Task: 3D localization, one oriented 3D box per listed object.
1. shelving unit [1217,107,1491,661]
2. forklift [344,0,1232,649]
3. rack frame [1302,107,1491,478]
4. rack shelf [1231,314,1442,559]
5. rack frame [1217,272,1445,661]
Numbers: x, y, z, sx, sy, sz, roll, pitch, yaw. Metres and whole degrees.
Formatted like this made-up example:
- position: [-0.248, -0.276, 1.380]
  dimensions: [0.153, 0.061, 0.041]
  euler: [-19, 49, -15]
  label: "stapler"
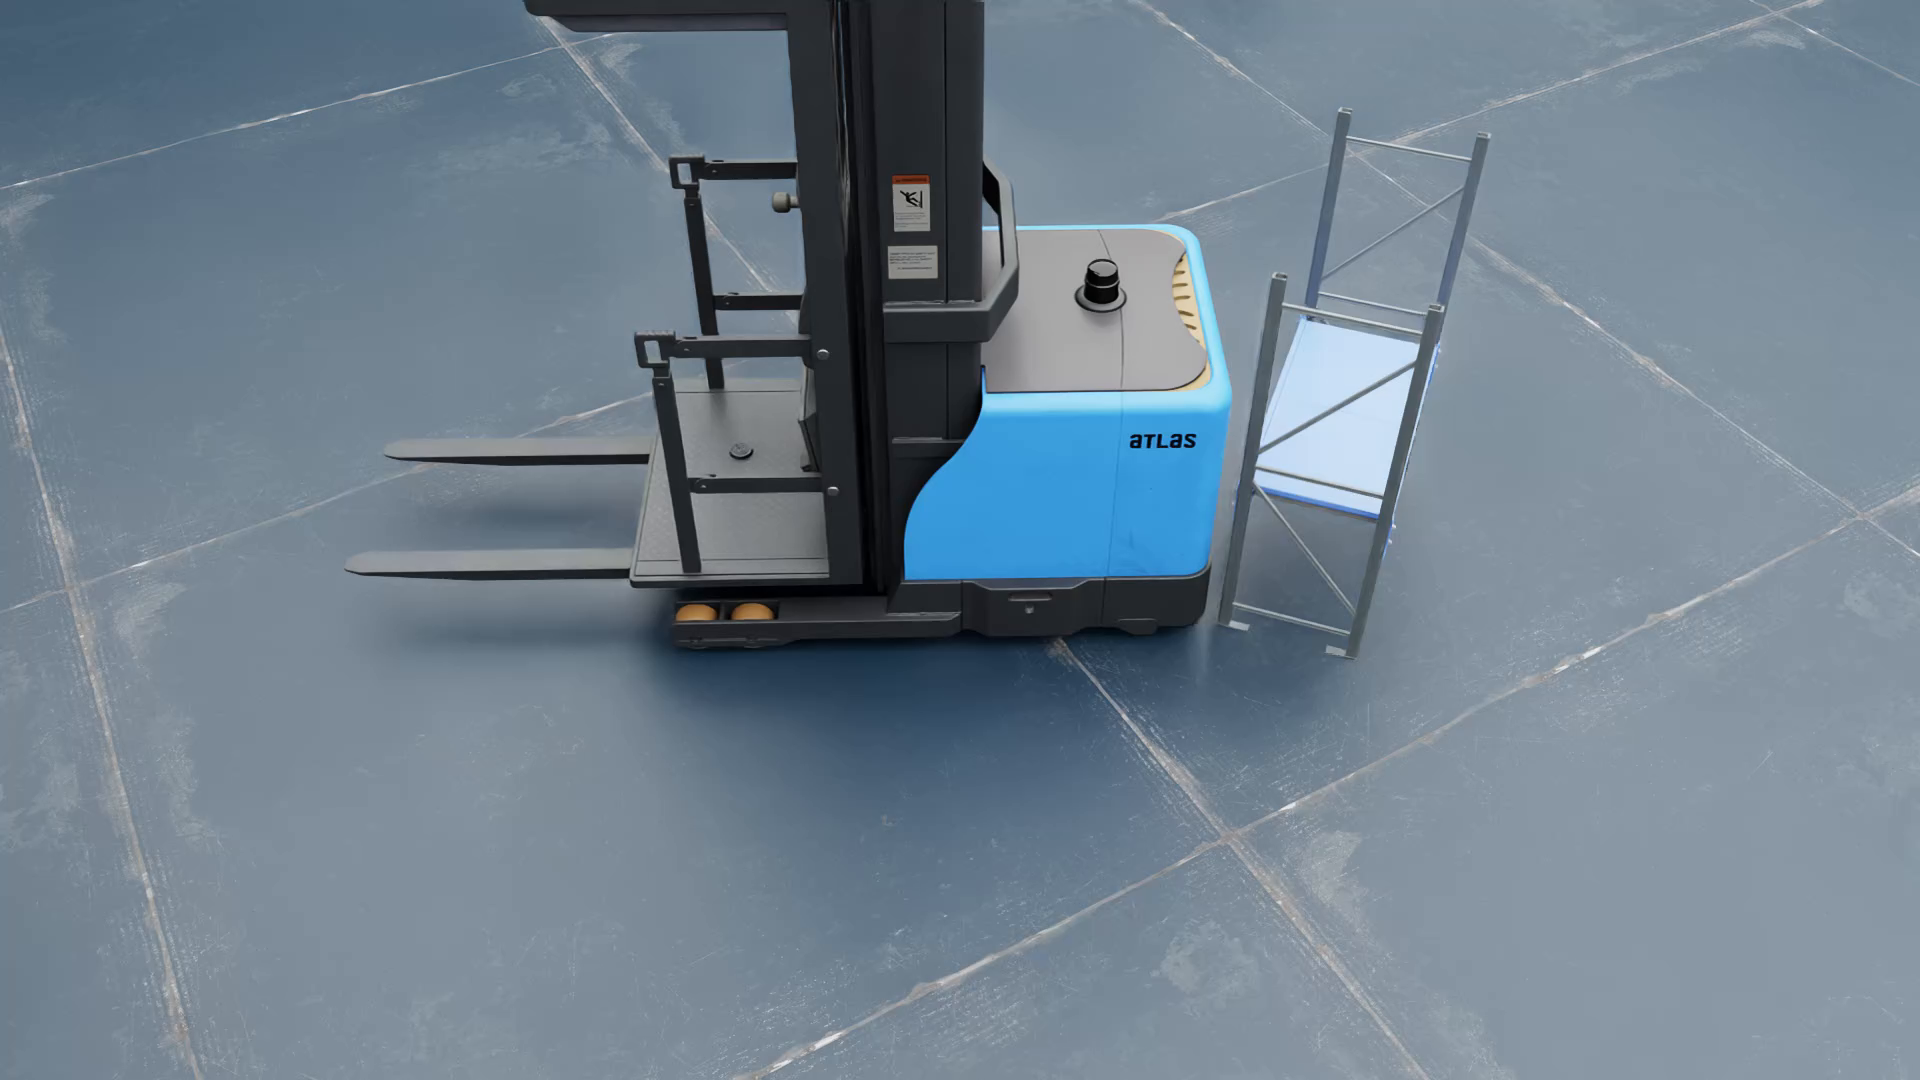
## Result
- position: [1.333, -0.517, 5.706]
  dimensions: [0.538, 1.500, 1.048]
  euler: [14, 46, 14]
  label: "shelving unit"
- position: [-0.652, -1.042, 5.219]
  dimensions: [3.031, 2.935, 1.130]
  euler: [-1, 44, -1]
  label: "forklift"
- position: [1.509, -0.850, 6.049]
  dimensions: [0.500, 1.500, 0.032]
  euler: [14, 46, 14]
  label: "rack frame"
- position: [1.333, -0.388, 5.832]
  dimensions: [0.538, 0.185, 1.000]
  euler: [14, 46, 14]
  label: "rack shelf"
- position: [1.157, -0.185, 5.364]
  dimensions: [0.500, 1.500, 0.032]
  euler: [14, 46, 14]
  label: "rack frame"
